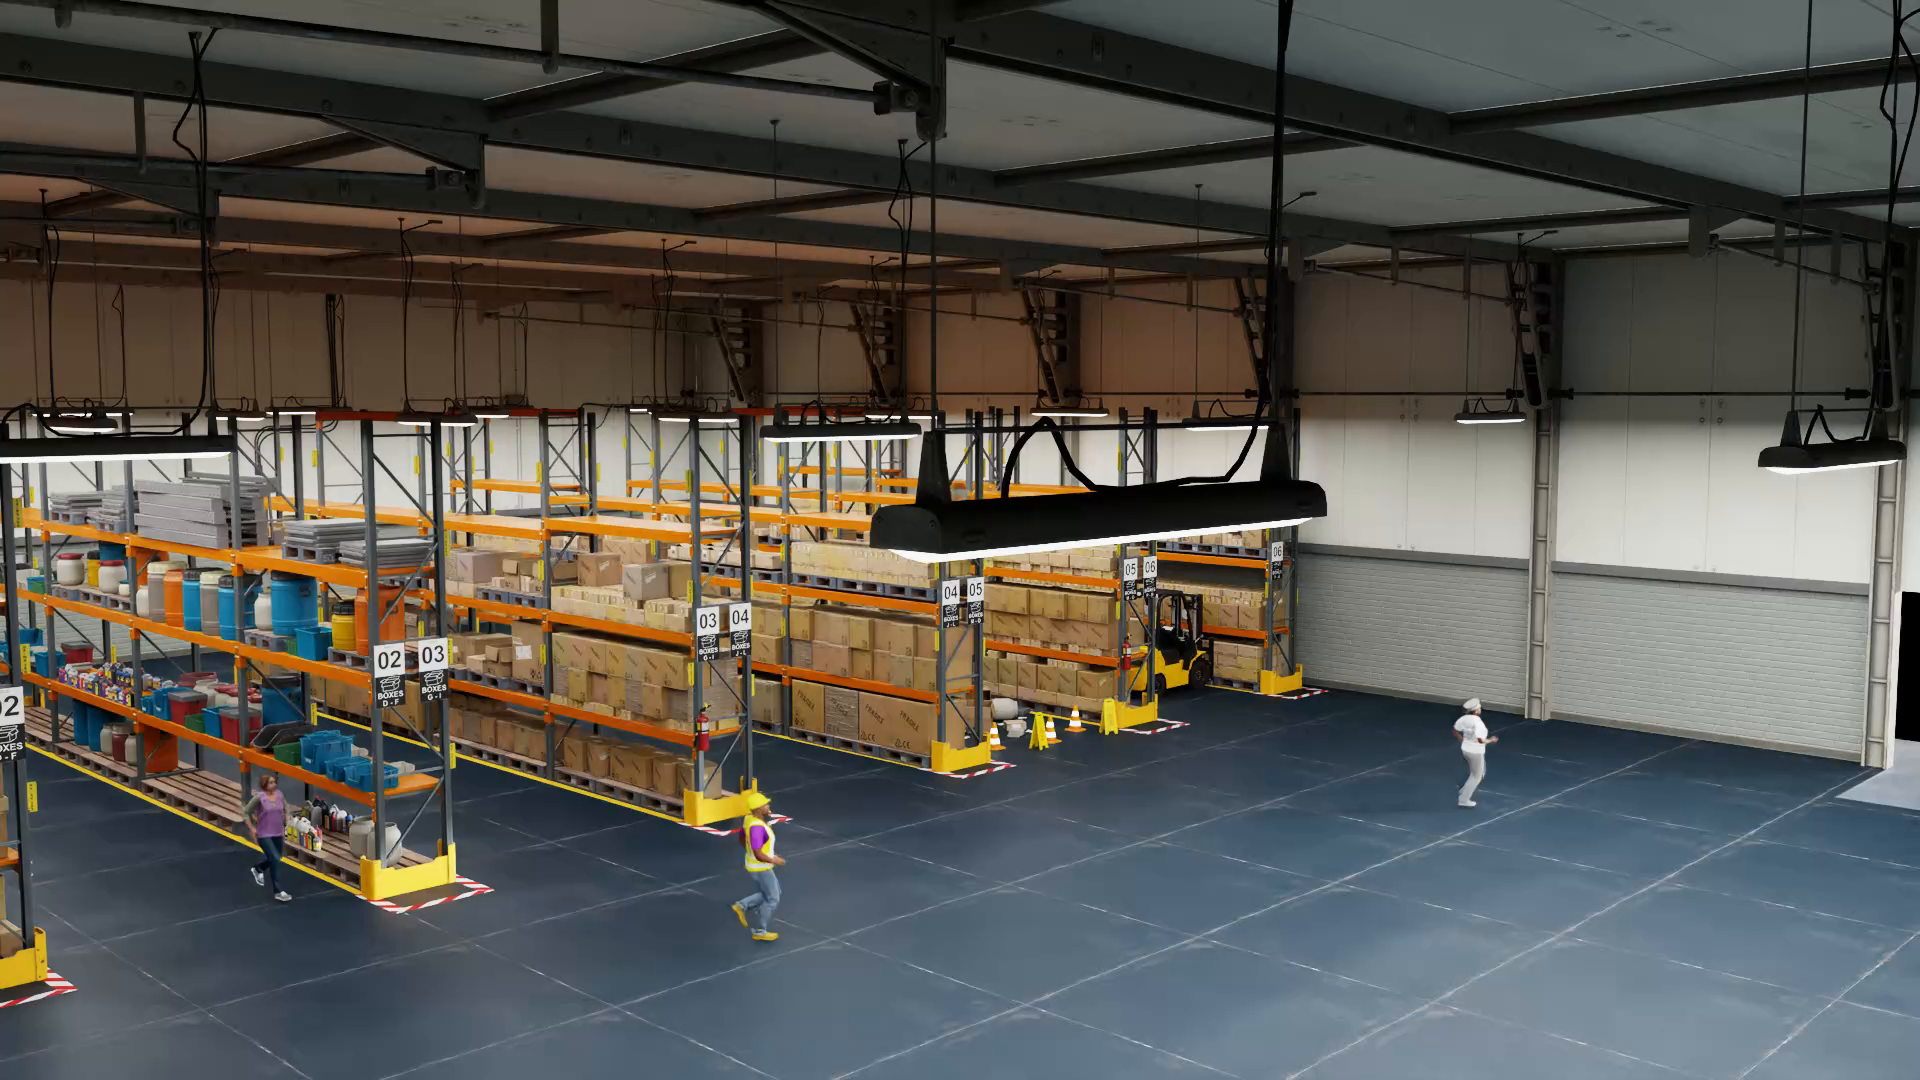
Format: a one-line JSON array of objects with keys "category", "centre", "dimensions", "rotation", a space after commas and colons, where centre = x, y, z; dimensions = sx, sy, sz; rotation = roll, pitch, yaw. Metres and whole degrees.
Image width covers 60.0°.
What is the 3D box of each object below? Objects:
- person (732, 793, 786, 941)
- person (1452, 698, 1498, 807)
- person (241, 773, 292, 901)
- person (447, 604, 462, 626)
[{"category": "person", "centre": [-2.331, 3.777, 19.214], "dimensions": [0.588, 1.723, 0.703], "rotation": [-2, 5, -17]}, {"category": "person", "centre": [7.893, 3.244, 25.413], "dimensions": [0.599, 1.681, 0.561], "rotation": [-1, 5, -12]}, {"category": "person", "centre": [-8.662, 3.686, 20.790], "dimensions": [0.808, 1.571, 0.550], "rotation": [3, 6, 34]}, {"category": "person", "centre": [-12.205, 1.986, 40.272], "dimensions": [0.532, 1.591, 0.604], "rotation": [3, 6, 28]}]
